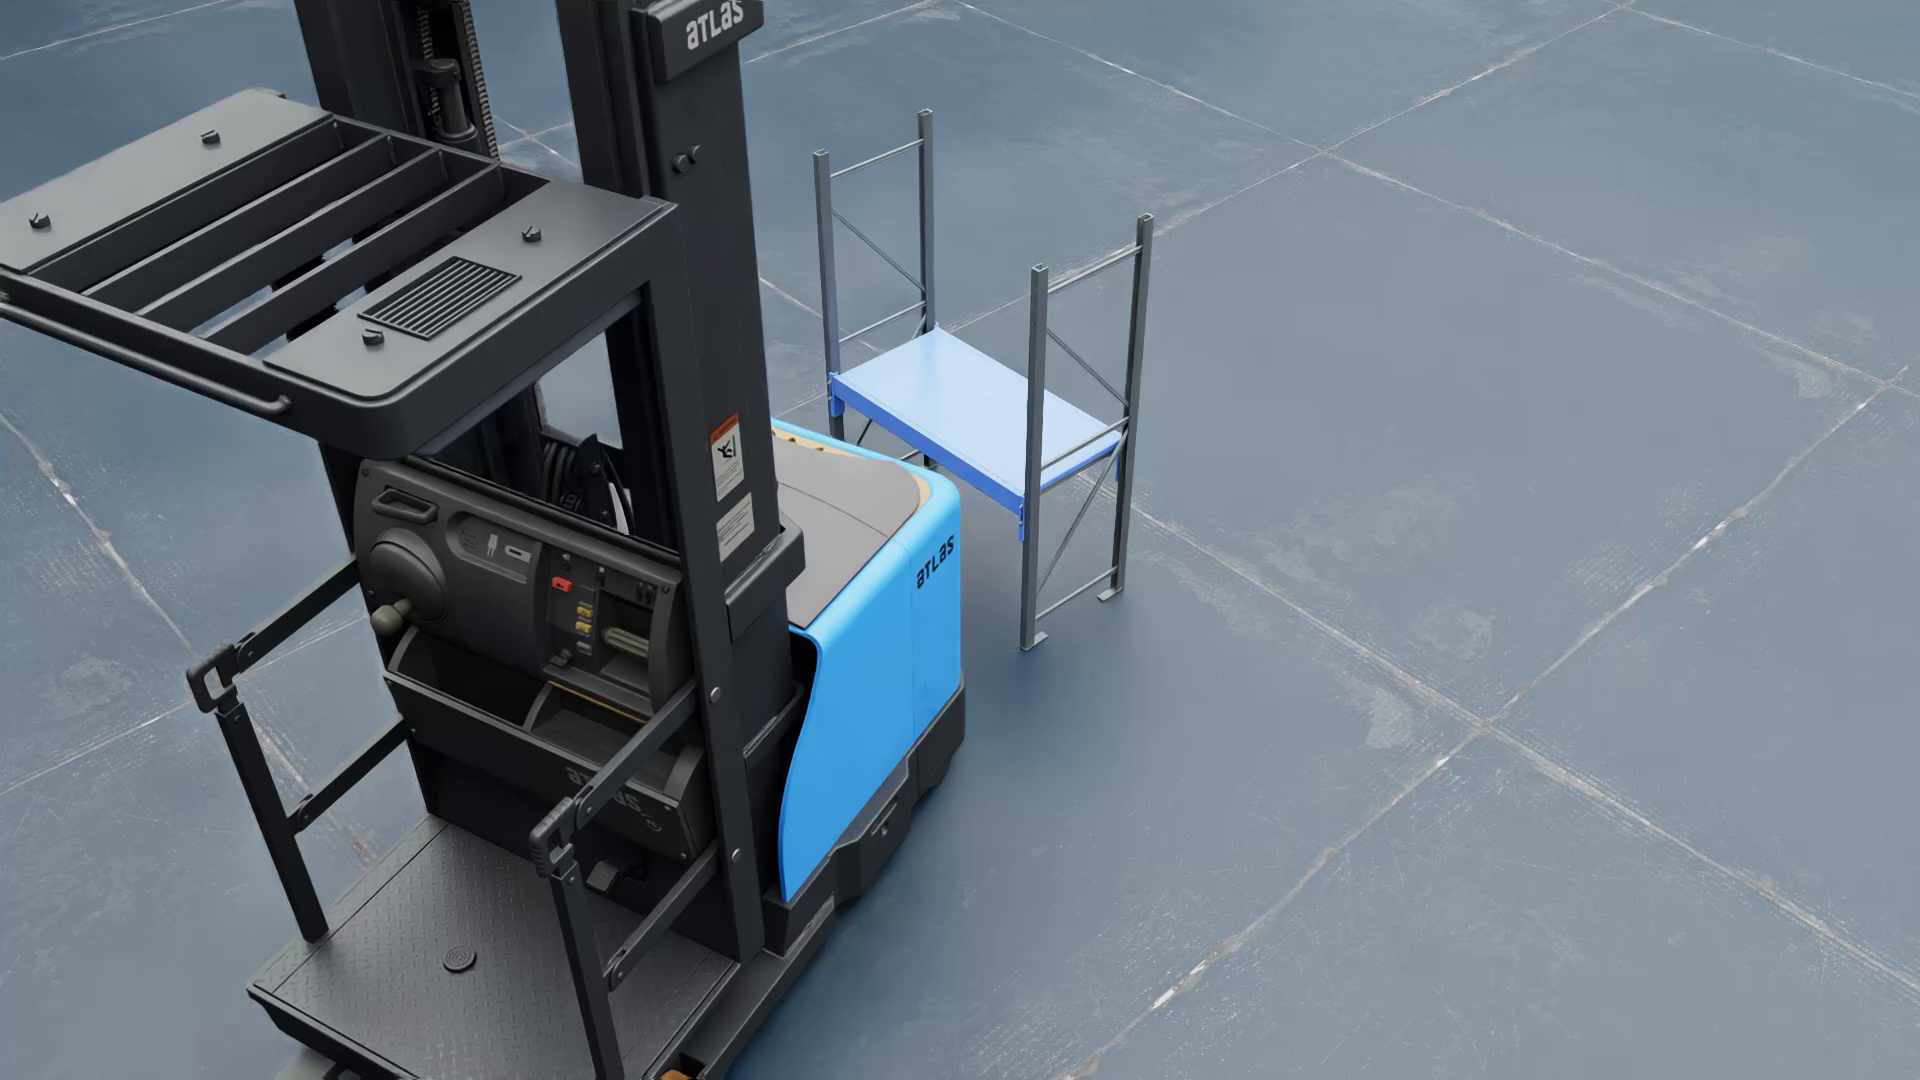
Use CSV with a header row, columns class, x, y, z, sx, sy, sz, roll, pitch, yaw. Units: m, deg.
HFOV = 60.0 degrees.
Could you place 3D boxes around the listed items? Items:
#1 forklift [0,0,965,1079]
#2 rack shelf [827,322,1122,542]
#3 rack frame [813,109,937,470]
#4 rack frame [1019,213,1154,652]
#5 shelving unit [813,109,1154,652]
class,x,y,z,sx,sy,sz,roll,pitch,yaw
forklift,-1.138,0.185,3.688,1.130,2.935,3.031,19,43,22
rack shelf,0.058,-0.404,5.843,0.538,0.185,1.000,-30,48,-32
rack frame,-0.286,-0.779,6.021,0.500,1.500,0.032,-30,48,-32
rack frame,0.402,-0.309,5.439,0.500,1.500,0.032,-30,48,-32
shelving unit,0.058,-0.544,5.730,0.538,1.500,1.048,-30,48,-32
